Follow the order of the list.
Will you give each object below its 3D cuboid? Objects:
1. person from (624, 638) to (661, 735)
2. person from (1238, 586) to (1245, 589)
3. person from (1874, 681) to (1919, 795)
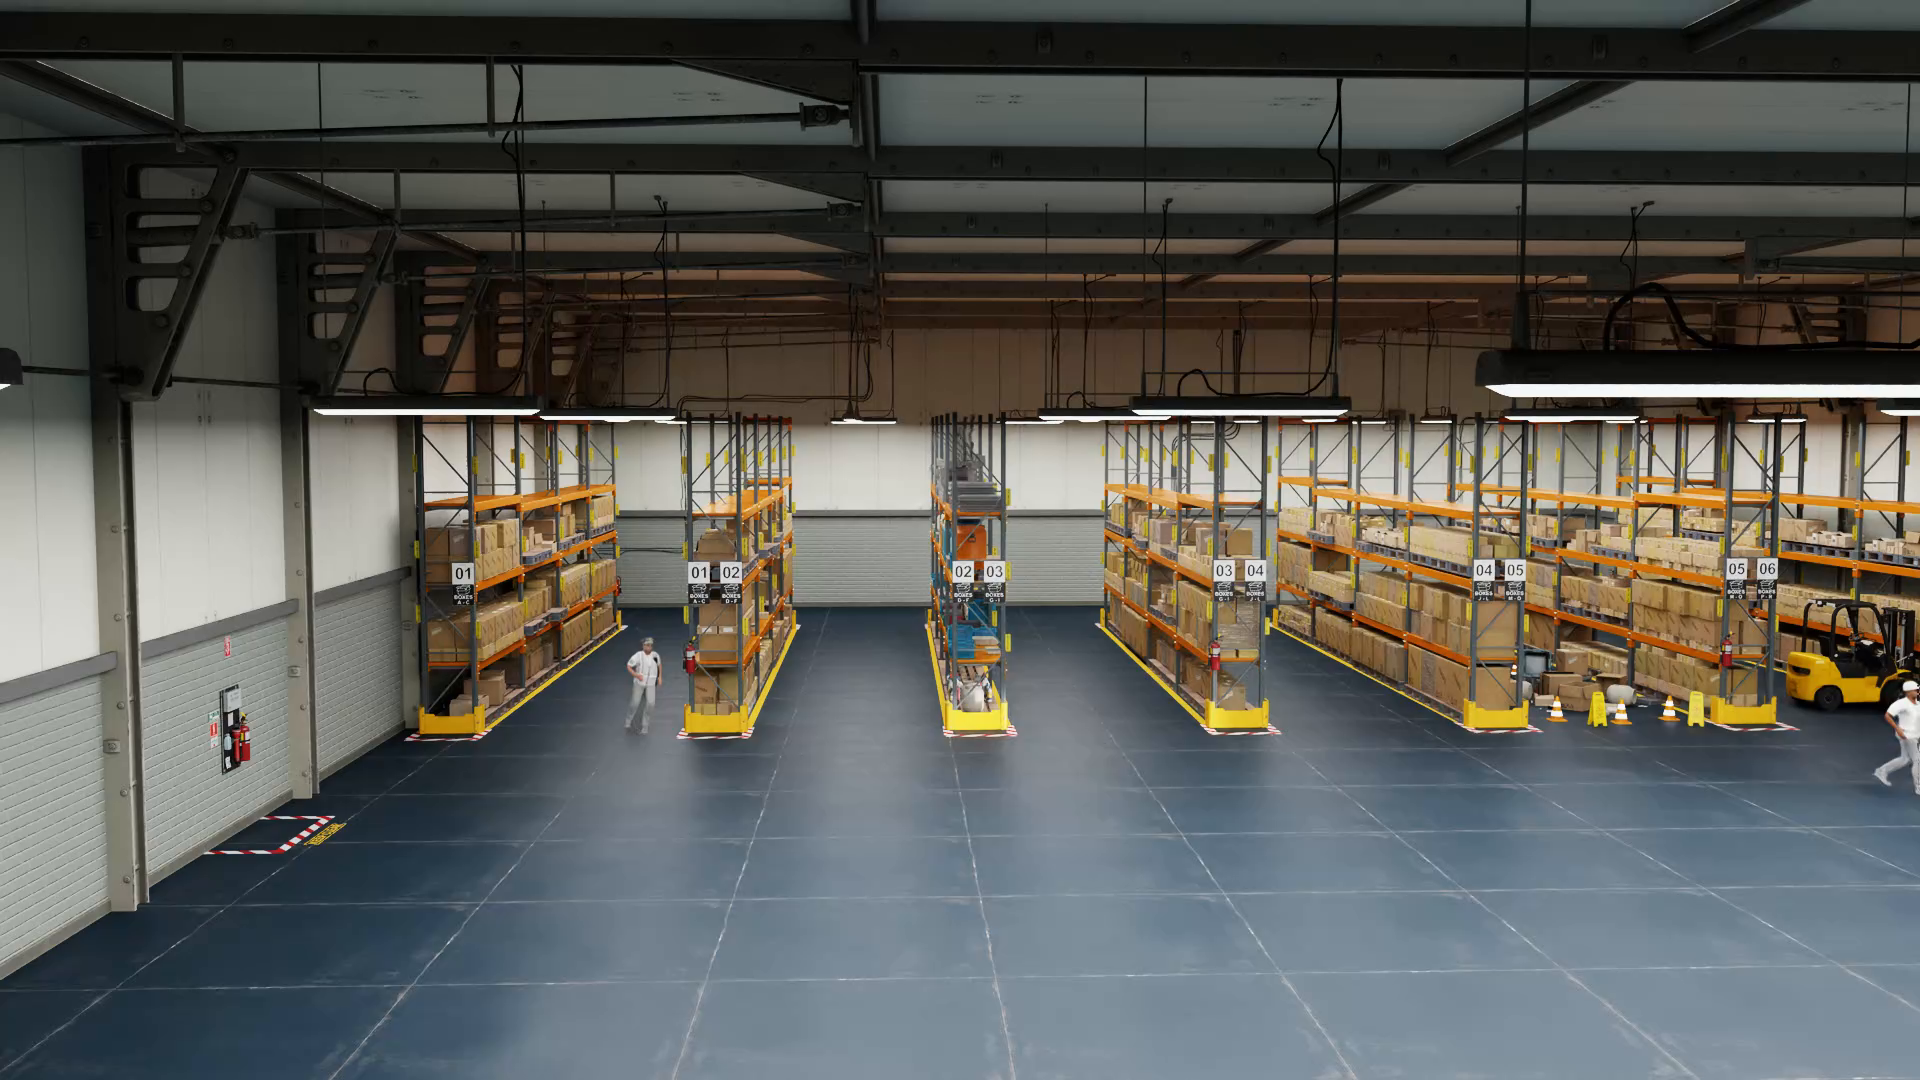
[{"bbox_3d":[-5.932,2.735,31.294,0.737,1.812,0.767,-2,4,-25],"label":"person"},{"bbox_3d":[8.074,1.655,48.460,0.689,1.563,0.646,3,5,39],"label":"person"},{"bbox_3d":[14.761,3.074,25.904,0.682,1.780,0.915,-4,5,-44],"label":"person"}]
